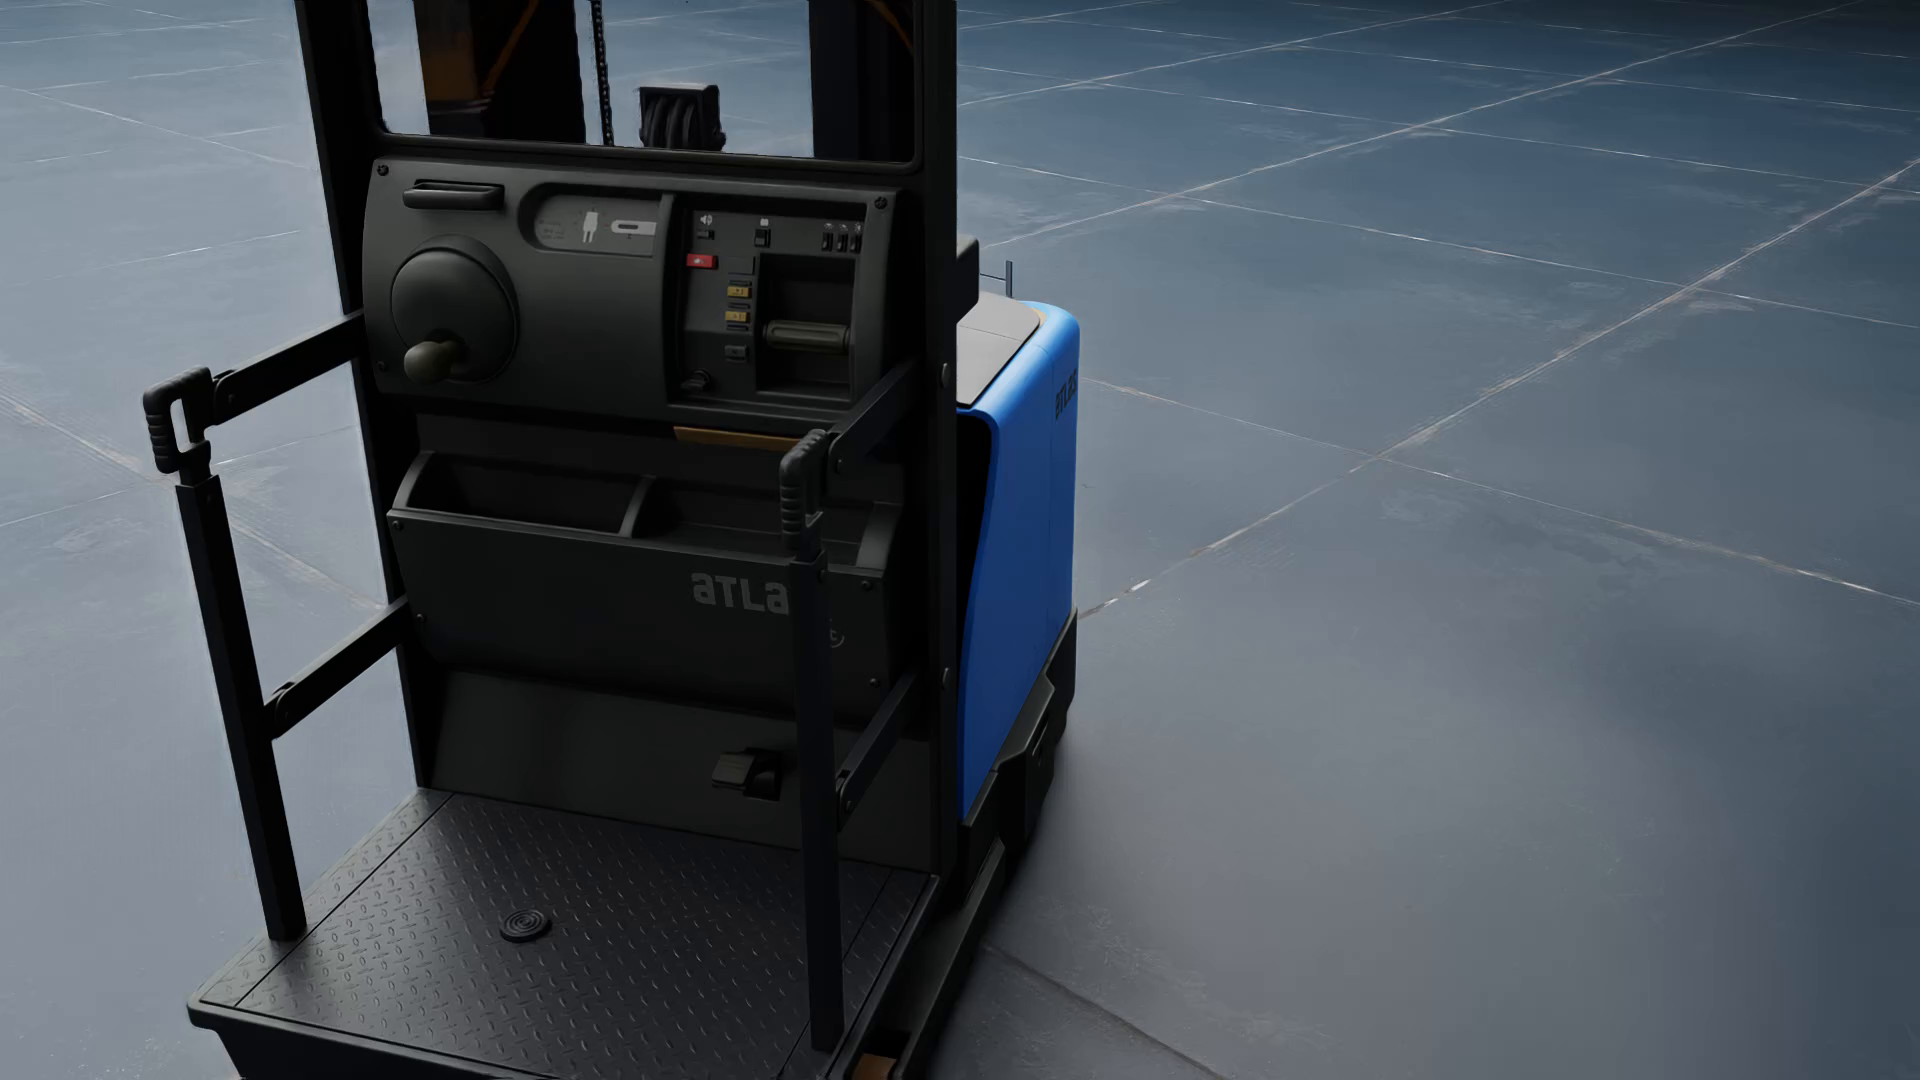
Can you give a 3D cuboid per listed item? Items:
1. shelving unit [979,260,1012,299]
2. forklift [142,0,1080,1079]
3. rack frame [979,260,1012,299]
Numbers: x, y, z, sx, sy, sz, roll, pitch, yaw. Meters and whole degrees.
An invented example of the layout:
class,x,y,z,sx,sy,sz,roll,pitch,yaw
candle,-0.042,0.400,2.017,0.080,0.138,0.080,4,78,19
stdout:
class,x,y,z,sx,sy,sz,roll,pitch,yaw
shelving unit,-0.005,-0.408,5.060,0.258,0.900,0.210,20,31,38
forklift,-0.610,-0.382,2.519,1.130,2.935,3.031,7,25,15
rack frame,0.062,-0.439,5.129,0.240,0.900,0.006,20,31,38
